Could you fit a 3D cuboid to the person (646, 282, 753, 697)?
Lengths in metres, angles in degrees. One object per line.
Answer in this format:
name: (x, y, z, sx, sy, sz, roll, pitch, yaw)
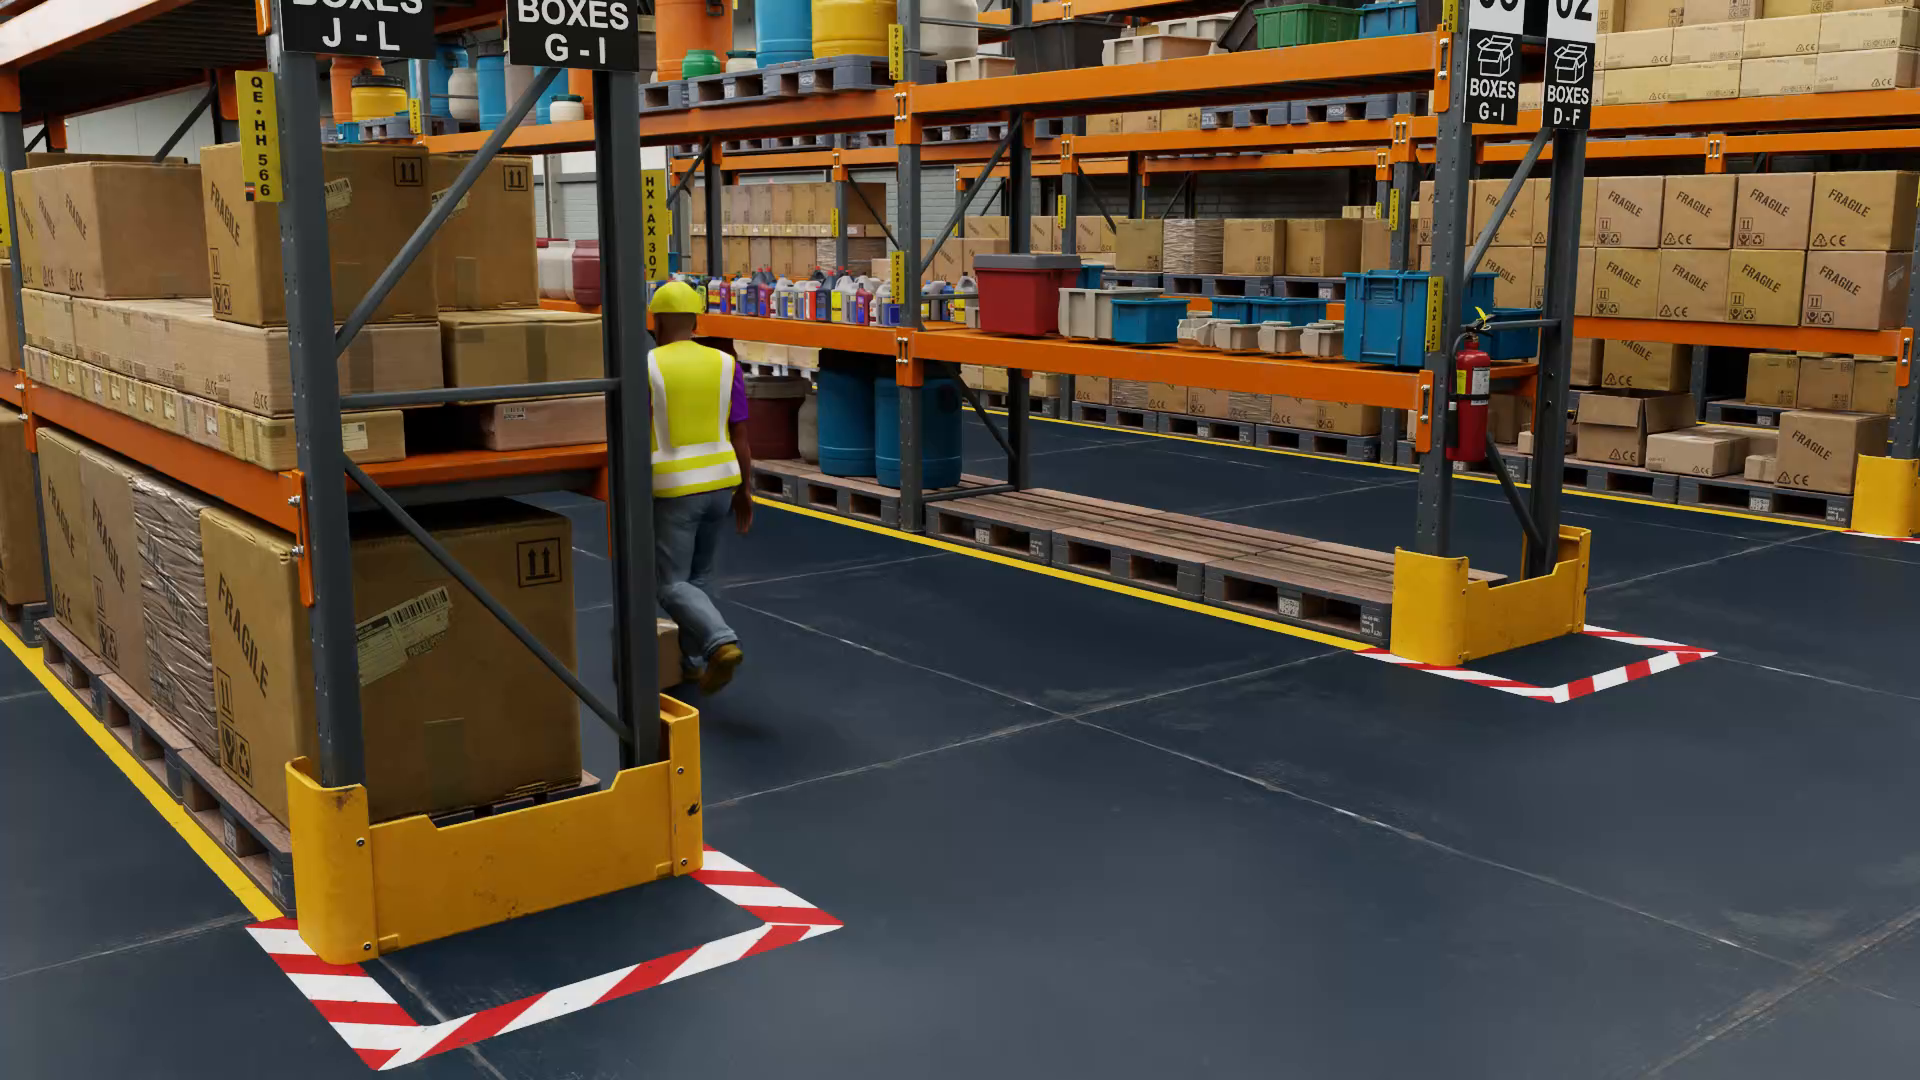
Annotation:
person: (-1.118, -0.194, 6.925, 0.574, 1.734, 0.948, -8, 13, -35)
